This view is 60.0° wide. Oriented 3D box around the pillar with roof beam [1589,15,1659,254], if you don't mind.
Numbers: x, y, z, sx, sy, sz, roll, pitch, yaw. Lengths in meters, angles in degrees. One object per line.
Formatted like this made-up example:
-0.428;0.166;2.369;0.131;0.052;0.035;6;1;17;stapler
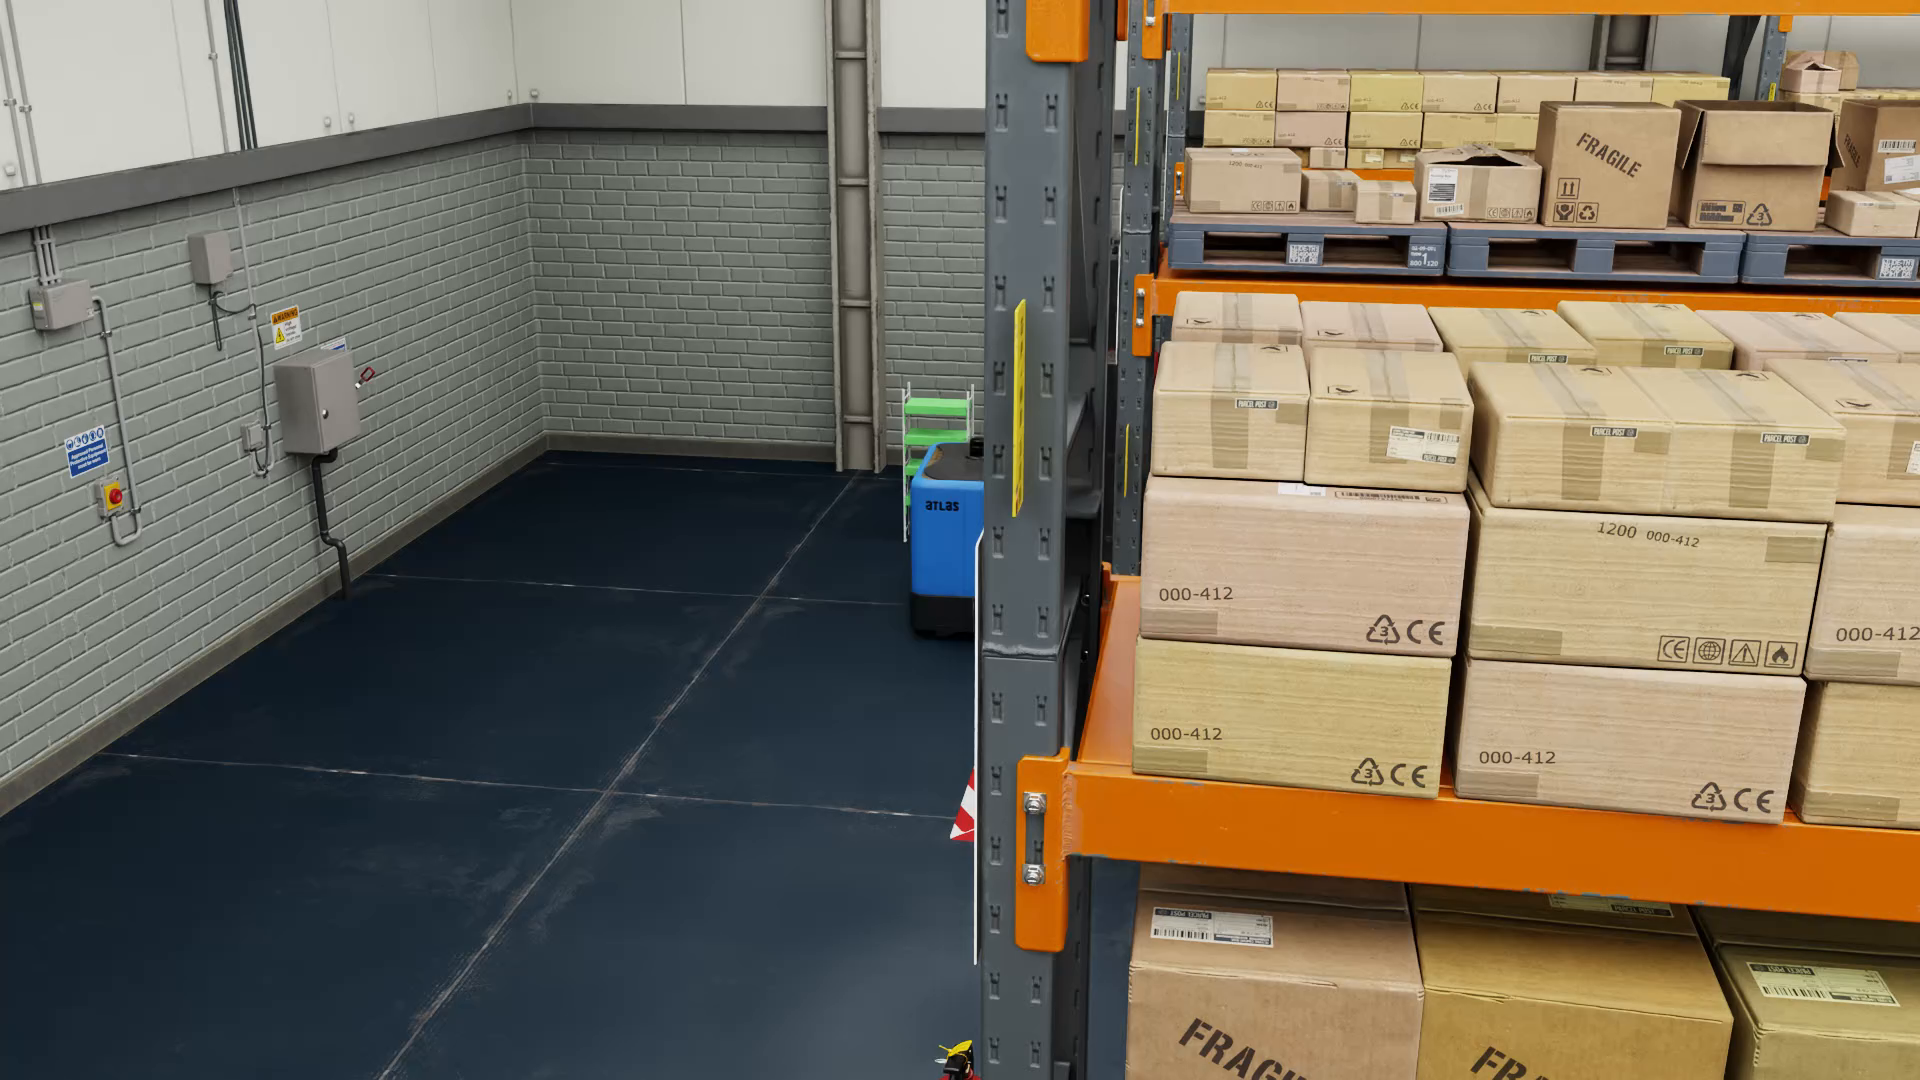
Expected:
4.369;-3.260;8.365;0.400;9.000;9.100;3;19;9;pillar with roof beam

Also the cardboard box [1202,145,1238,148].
1.925;-2.862;12.299;0.250;0.149;0.380;3;19;10;cardboard box

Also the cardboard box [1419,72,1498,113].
3.548;-3.201;11.896;0.500;0.250;0.500;3;19;10;cardboard box

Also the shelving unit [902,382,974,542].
-0.163;-0.577;12.638;0.503;1.200;0.258;3;19;9;shelving unit

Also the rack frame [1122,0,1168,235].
0.863;-2.938;7.401;0.127;3.000;1.000;3;19;9;rack frame

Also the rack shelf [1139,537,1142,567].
2.838;0.349;8.166;4.000;0.370;1.077;3;19;9;rack shelf

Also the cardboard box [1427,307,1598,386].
1.034;-0.334;3.166;0.250;0.149;0.380;2;19;7;cardboard box

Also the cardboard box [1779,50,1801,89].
5.909;-3.340;11.786;0.258;0.266;0.396;3;19;8;cardboard box

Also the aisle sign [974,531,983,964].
0.058;0.321;3.020;0.004;0.787;0.394;3;19;9;aisle sign

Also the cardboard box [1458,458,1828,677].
1.086;0.004;2.784;0.500;0.250;0.500;3;19;8;cardboard box

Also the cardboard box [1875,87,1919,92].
6.673;-3.127;11.802;0.250;0.149;0.380;3;19;10;cardboard box

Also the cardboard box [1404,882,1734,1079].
1.078;0.930;3.095;0.500;0.500;0.500;3;19;10;cardboard box

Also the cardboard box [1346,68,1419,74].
3.154;-3.393;12.470;0.500;0.250;0.500;3;19;9;cardboard box

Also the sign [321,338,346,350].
-4.357;-1.140;11.632;0.001;0.494;0.329;3;19;9;sign

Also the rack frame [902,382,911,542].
-0.404;-0.590;12.674;0.015;1.200;0.240;3;19;9;rack frame

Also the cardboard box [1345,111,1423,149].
3.050;-2.983;12.033;0.500;0.250;0.500;2;19;7;cardboard box

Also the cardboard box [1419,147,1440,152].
3.423;-2.755;11.977;0.250;0.149;0.380;3;19;9;cardboard box

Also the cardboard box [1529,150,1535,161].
4.188;-2.741;11.938;0.250;0.149;0.380;4;19;11;cardboard box

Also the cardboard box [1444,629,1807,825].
1.100;0.242;2.860;0.500;0.250;0.500;4;19;10;cardboard box

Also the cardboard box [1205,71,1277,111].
2.045;-3.276;12.120;0.500;0.250;0.500;3;19;8;cardboard box

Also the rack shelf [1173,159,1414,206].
3.622;-2.628;12.338;4.000;0.370;1.077;3;19;9;rack shelf

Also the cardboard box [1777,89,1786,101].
5.911;-3.159;11.897;0.250;0.149;0.380;3;19;8;cardboard box

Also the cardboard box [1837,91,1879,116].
6.096;-2.994;11.404;0.250;0.149;0.380;3;19;10;cardboard box

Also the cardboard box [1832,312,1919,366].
1.812;-0.315;3.111;0.250;0.149;0.380;3;19;10;cardboard box

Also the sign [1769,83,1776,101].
5.518;-2.944;11.332;0.005;0.325;0.100;3;19;9;sign

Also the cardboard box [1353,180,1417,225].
1.901;-1.516;7.455;0.250;0.149;0.380;4;19;11;cardboard box

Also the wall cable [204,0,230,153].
-4.676;-3.371;8.696;0.029;3.000;2.355;3;19;9;wall cable

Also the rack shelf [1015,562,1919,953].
2.153;0.483;3.040;4.000;0.370;1.077;3;19;9;rack shelf

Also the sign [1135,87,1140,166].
0.769;-1.794;7.207;0.005;0.325;0.100;3;19;9;sign

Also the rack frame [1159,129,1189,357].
1.647;-1.648;13.001;0.127;3.000;1.000;3;19;9;rack frame

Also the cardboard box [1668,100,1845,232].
3.476;-1.667;7.349;0.637;0.503;0.797;4;19;13;cardboard box

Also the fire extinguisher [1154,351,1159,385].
1.428;-1.297;12.661;0.183;0.674;0.296;3;19;9;fire extinguisher

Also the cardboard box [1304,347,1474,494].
0.710;-0.208;2.791;0.250;0.149;0.380;4;19;11;cardboard box

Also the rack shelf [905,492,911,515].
-0.163;-0.289;12.734;0.480;0.148;0.258;3;19;9;rack shelf

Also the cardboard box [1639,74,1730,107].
5.060;-3.126;11.671;0.500;0.250;0.500;3;19;9;cardboard box

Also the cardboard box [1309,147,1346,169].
2.668;-2.794;12.096;0.250;0.149;0.380;3;19;10;cardboard box

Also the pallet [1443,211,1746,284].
2.806;-1.378;7.608;1.213;0.211;1.003;3;19;9;pallet

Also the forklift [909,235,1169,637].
1.226;-0.846;10.712;3.031;2.935;1.130;2;19;7;forklift

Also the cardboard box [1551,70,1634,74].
4.639;-3.311;12.224;0.500;0.250;0.500;2;19;7;cardboard box

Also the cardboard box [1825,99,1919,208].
4.265;-1.703;7.462;0.500;0.500;0.500;3;19;10;cardboard box

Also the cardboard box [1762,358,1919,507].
1.478;-0.179;2.704;0.250;0.149;0.380;3;19;10;cardboard box
